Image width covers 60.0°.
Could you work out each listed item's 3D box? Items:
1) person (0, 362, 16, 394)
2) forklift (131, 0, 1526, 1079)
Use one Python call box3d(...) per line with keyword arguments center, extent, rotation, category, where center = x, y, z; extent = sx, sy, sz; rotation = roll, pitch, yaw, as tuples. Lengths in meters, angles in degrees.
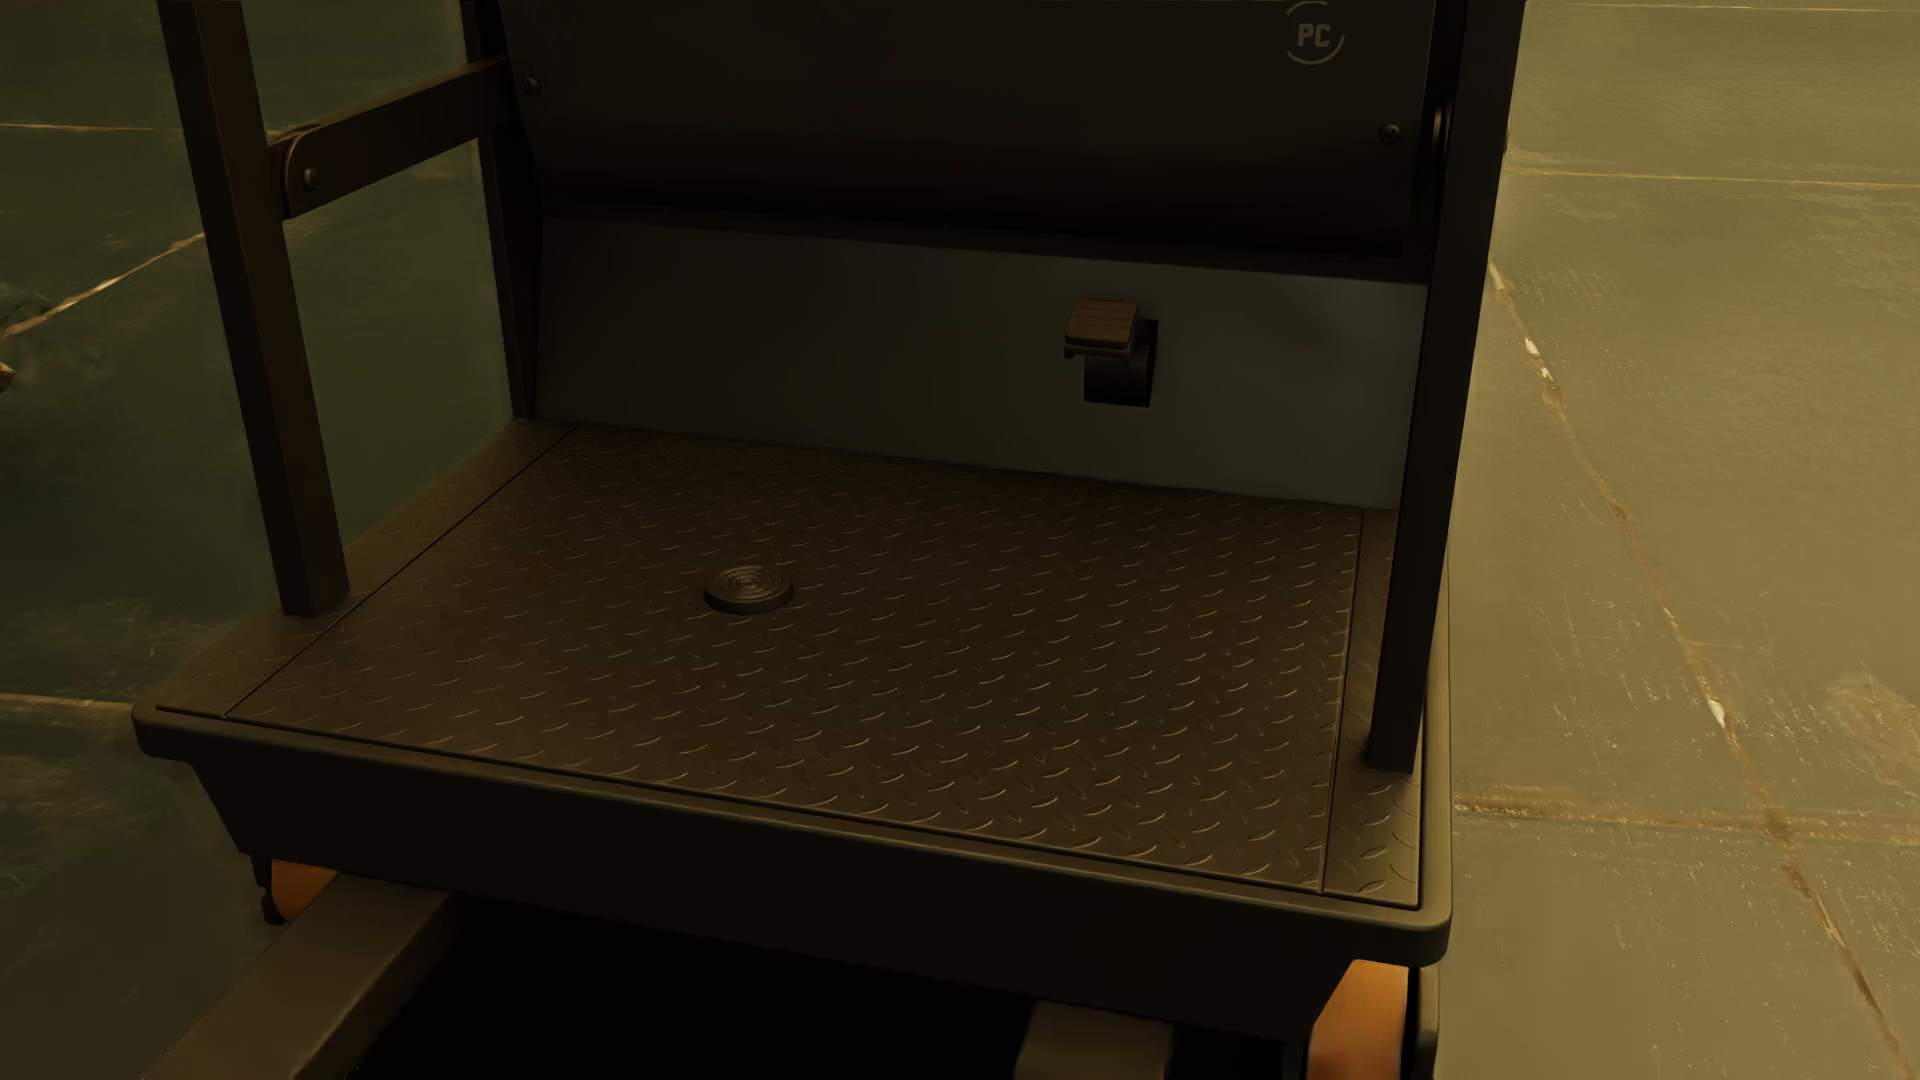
box3d(center=(-1.932, -0.938, 2.730), extent=(0.875, 1.522, 1.185), rotation=(-16, 31, -29), category="person")
box3d(center=(-0.063, -0.987, 1.194), extent=(1.130, 2.935, 3.031), rotation=(7, 27, 13), category="forklift")
